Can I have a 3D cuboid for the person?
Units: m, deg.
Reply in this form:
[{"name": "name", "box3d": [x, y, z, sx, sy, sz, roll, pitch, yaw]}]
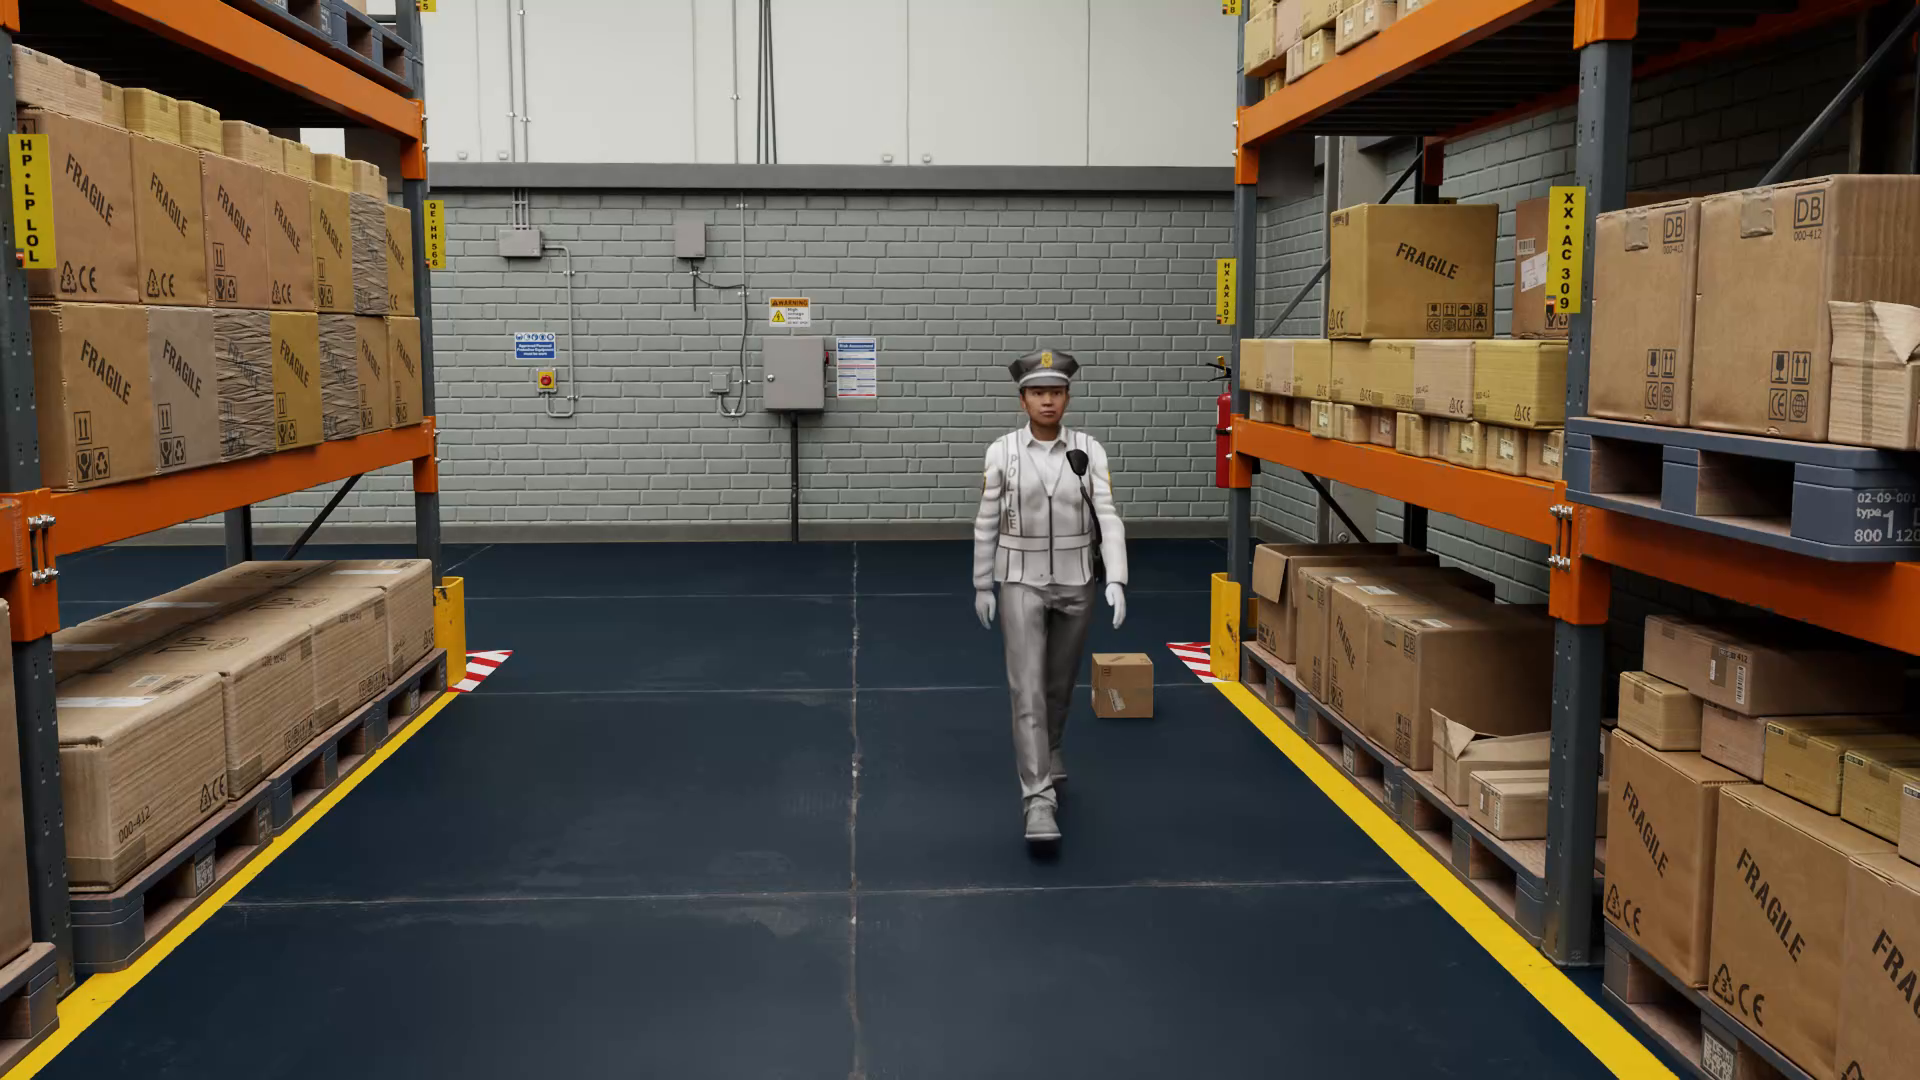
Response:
[{"name": "person", "box3d": [0.319, 0.154, 5.814, 0.506, 1.631, 1.025, -1, 7, -7]}]
